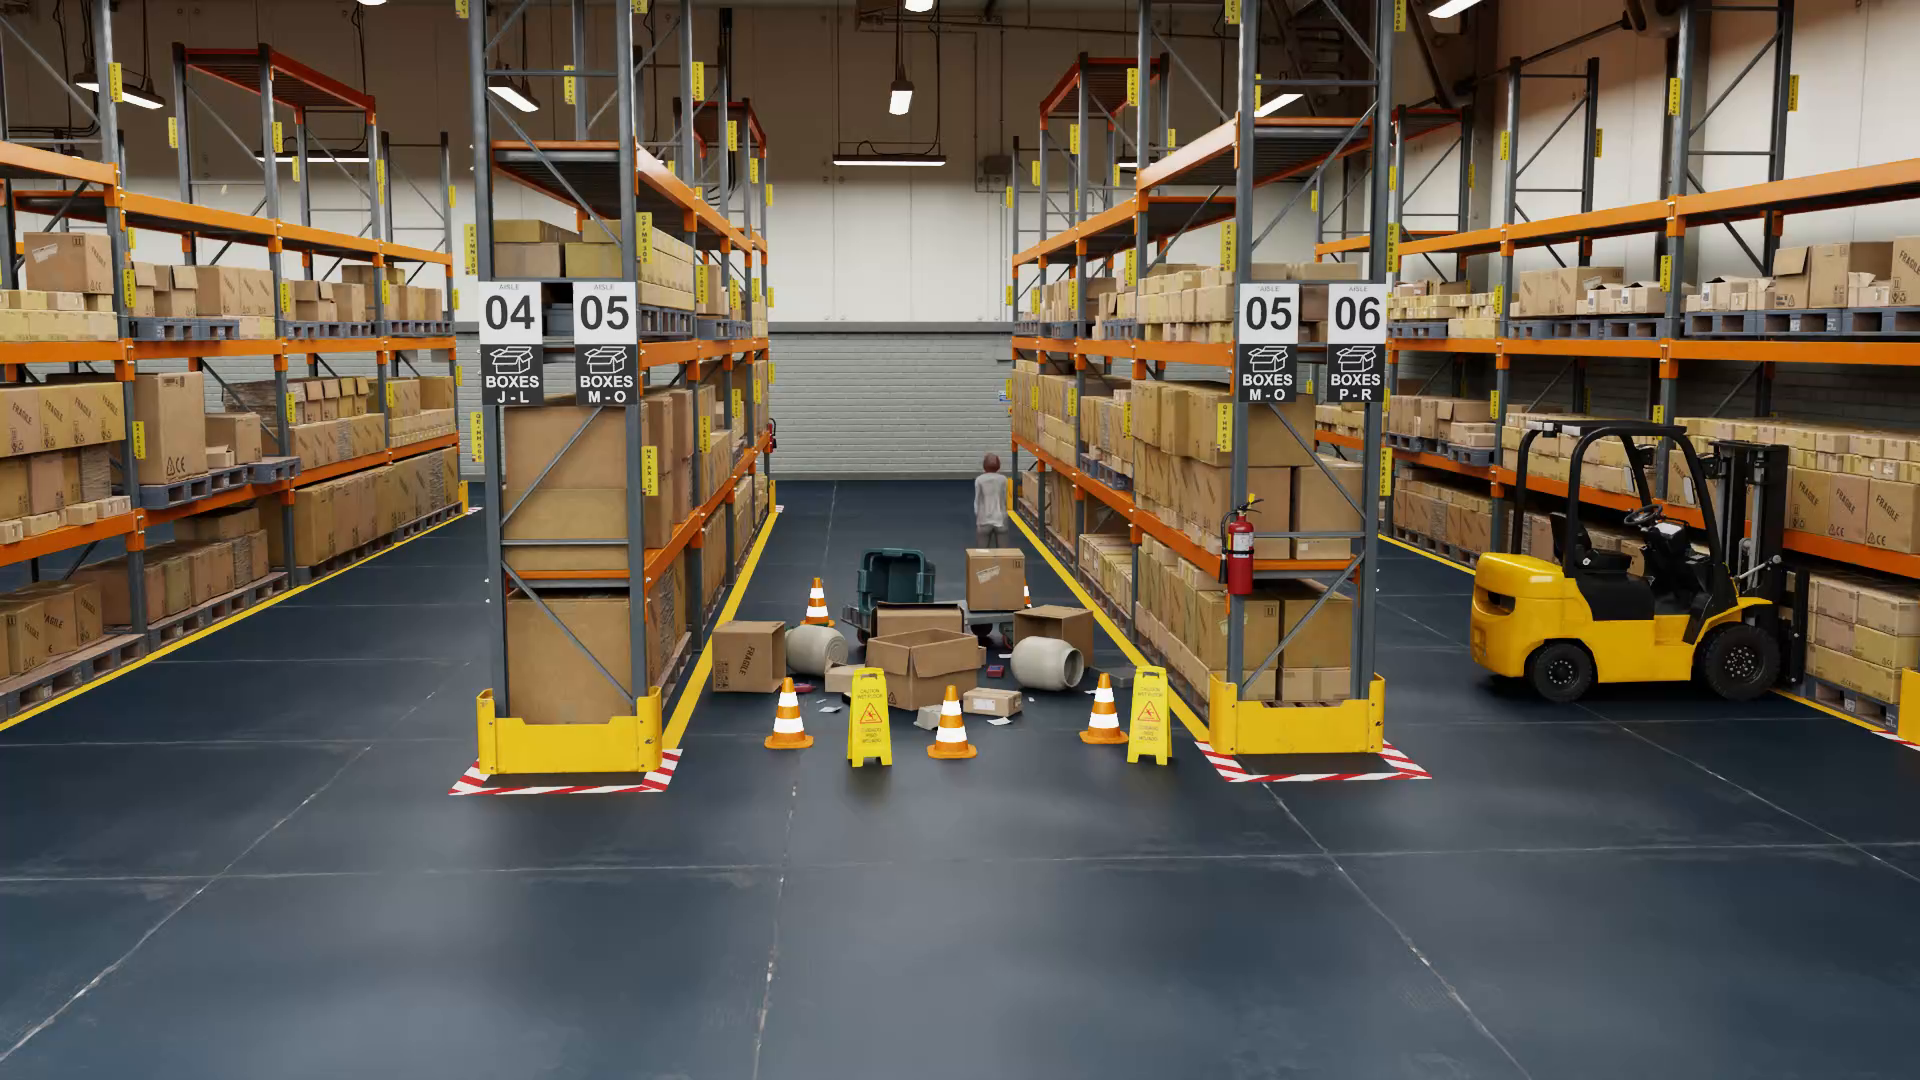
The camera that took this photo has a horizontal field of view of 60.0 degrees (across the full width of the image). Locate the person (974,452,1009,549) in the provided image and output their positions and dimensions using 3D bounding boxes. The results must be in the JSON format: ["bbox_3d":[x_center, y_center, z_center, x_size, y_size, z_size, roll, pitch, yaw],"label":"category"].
[{"bbox_3d":[0.342,-0.161,18.133,0.374,1.594,0.513,-1,7,-5],"label":"person"}]
